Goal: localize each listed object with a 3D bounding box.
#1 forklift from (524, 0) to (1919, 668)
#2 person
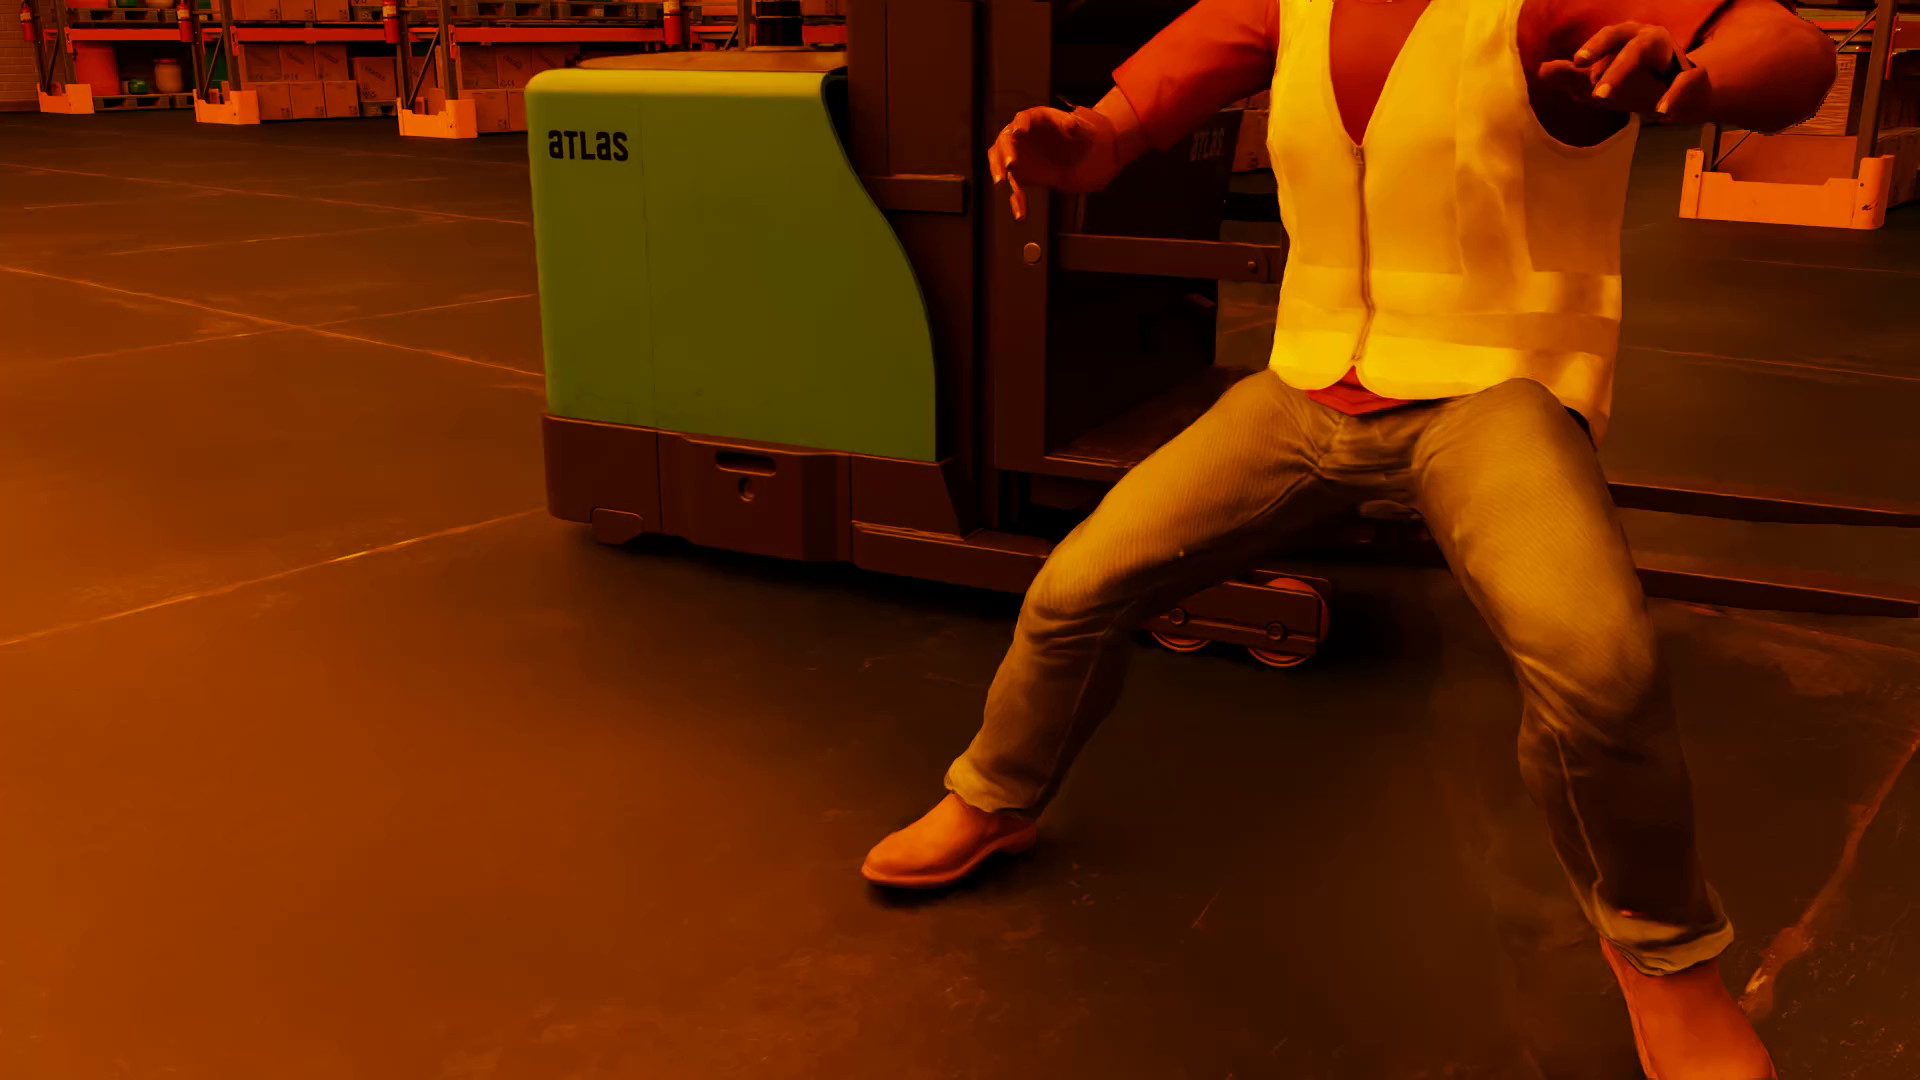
[{"bbox_3d":[0.582,-1.337,3.300,3.031,2.935,1.130,8,19,25],"label":"forklift"},{"bbox_3d":[0.429,-0.189,1.905,0.720,1.539,1.129,-14,22,-38],"label":"person"}]
